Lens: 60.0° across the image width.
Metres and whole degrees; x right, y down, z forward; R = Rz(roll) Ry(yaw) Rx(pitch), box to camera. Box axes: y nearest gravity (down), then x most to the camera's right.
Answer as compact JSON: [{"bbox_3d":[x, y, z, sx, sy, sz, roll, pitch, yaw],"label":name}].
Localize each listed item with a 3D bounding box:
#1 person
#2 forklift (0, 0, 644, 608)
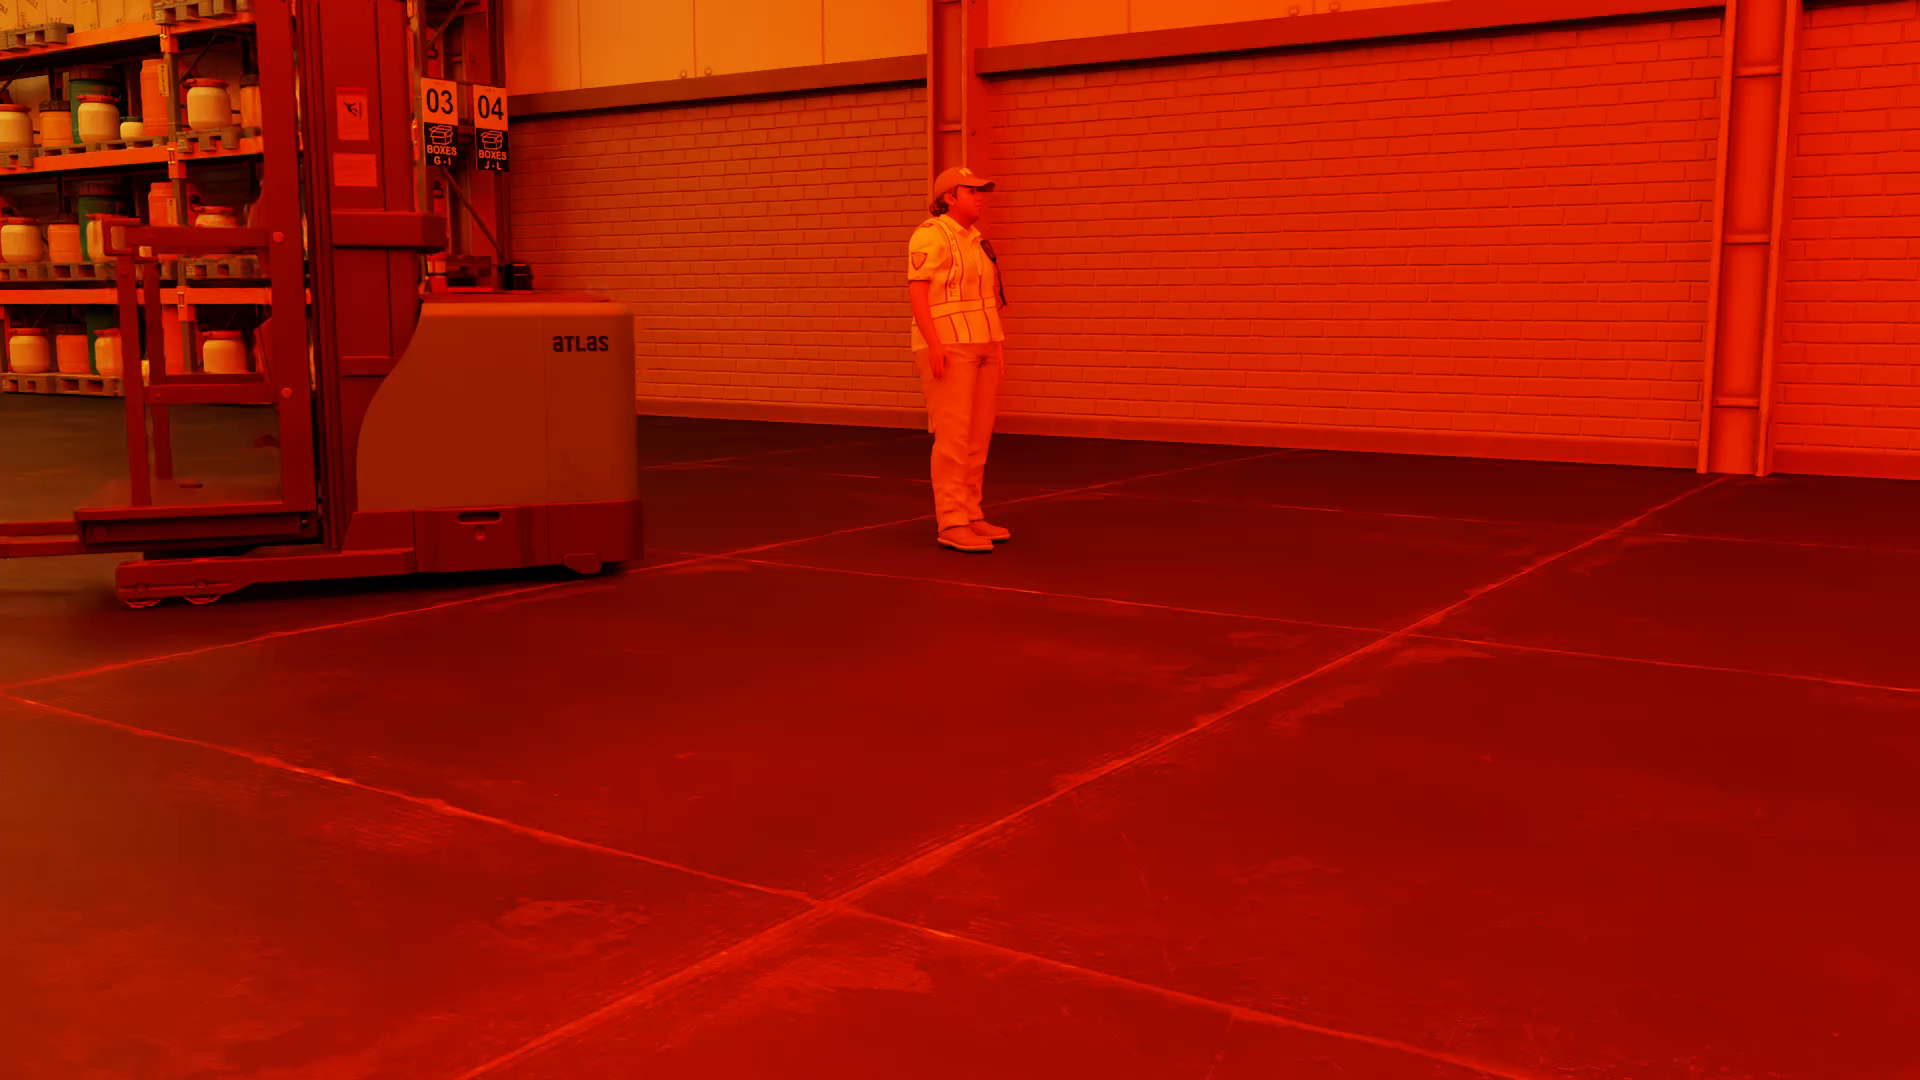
[{"bbox_3d":[0.051,-0.823,7.424,0.529,1.670,0.598,5,10,34],"label":"person"},{"bbox_3d":[-2.828,-1.293,6.284,3.031,2.935,1.130,-3,9,-21],"label":"forklift"}]
